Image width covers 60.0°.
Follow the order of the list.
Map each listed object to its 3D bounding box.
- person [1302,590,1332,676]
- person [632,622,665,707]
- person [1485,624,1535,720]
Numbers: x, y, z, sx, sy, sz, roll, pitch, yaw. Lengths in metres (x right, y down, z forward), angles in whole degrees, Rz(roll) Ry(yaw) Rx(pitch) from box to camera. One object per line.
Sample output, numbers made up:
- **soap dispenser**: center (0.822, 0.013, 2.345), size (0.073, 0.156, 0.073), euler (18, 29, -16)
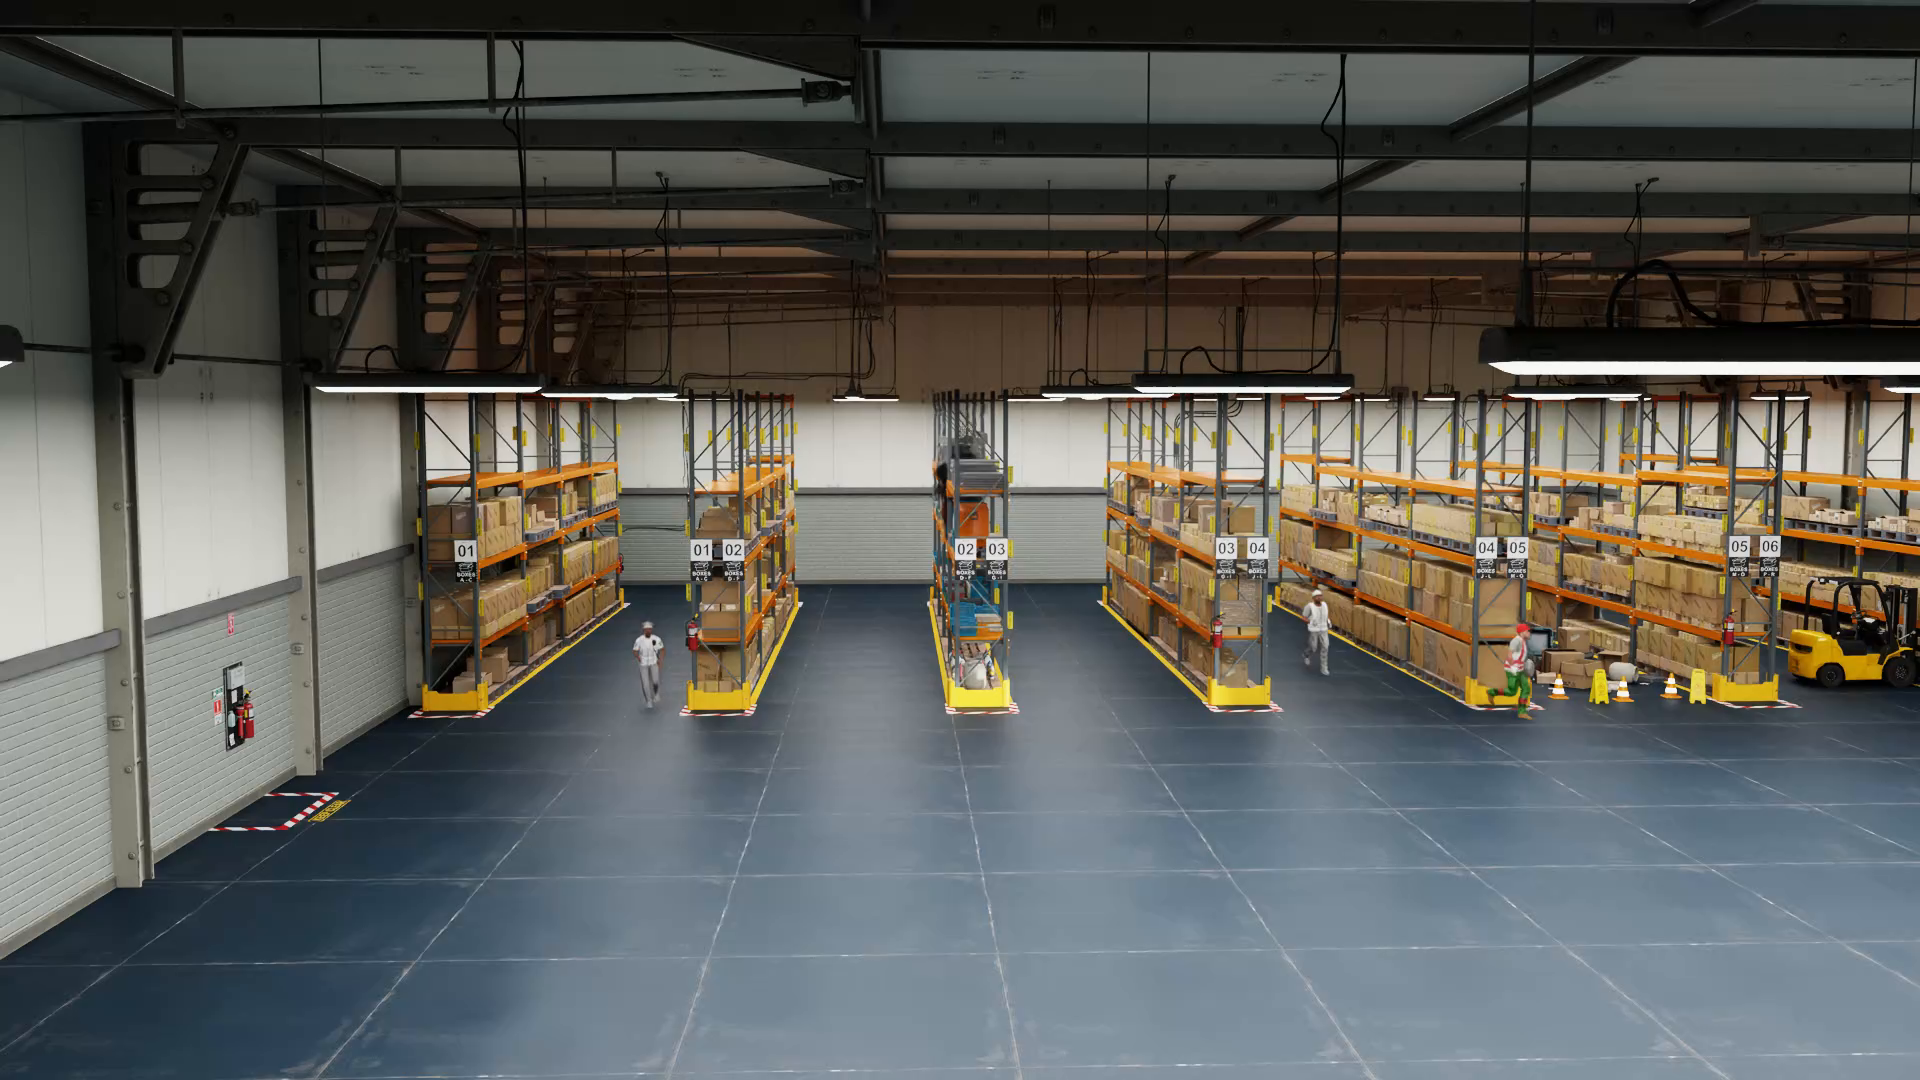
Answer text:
- **person**: center (7.627, 1.946, 35.445), size (0.694, 1.777, 0.991), euler (-1, 5, -12)
- **person**: center (-5.869, 2.352, 31.331), size (0.602, 1.645, 0.566), euler (-1, 5, -7)
- **person**: center (10.087, 2.392, 30.410), size (0.896, 1.759, 0.662), euler (3, 6, 35)
